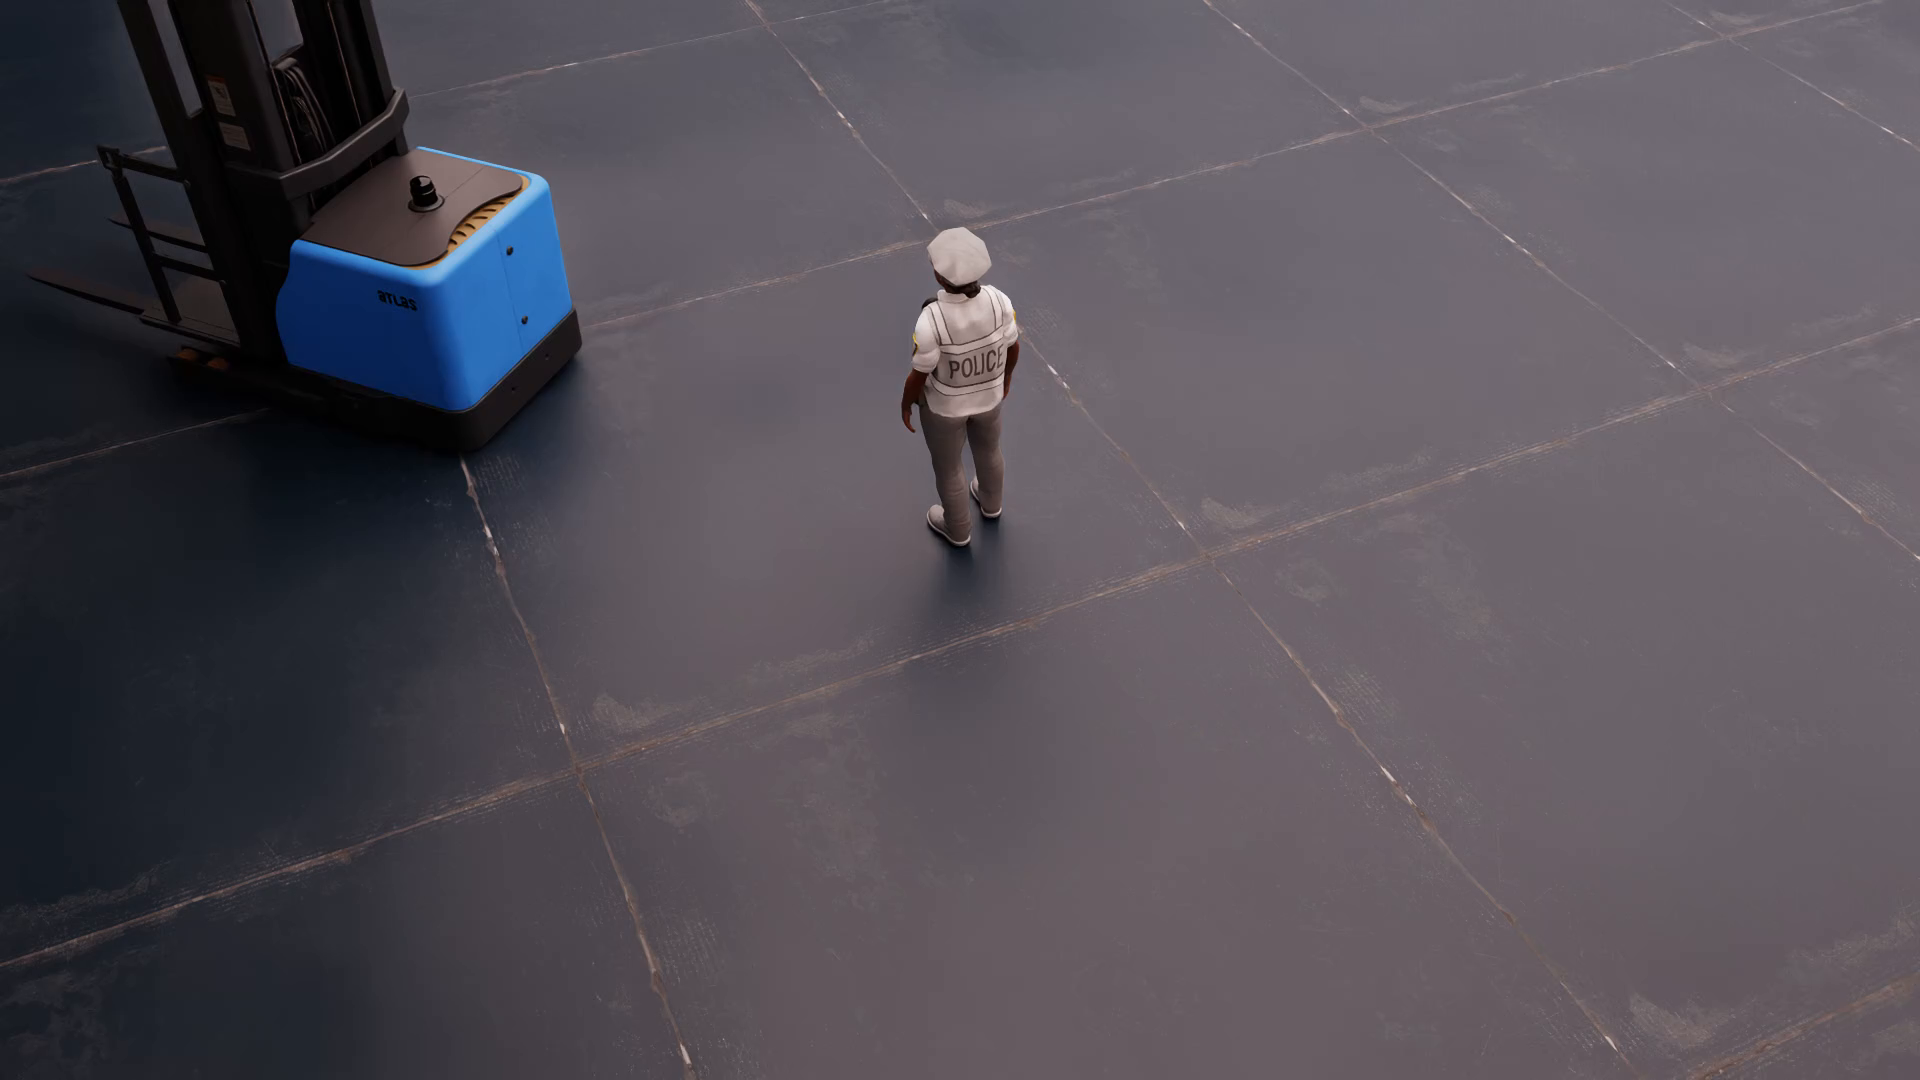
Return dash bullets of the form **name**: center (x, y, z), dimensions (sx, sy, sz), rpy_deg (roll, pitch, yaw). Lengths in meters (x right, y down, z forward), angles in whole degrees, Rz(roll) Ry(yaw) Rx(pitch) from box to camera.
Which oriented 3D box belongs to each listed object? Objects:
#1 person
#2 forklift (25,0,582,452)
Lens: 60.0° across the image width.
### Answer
- **person**: center (-0.012, -0.677, 7.302), dimensions (0.566, 1.695, 0.530), rpy_deg (-18, 46, -18)
- **forklift**: center (-3.573, -2.167, 8.003), dimensions (3.031, 2.935, 1.130), rpy_deg (16, 45, 17)
